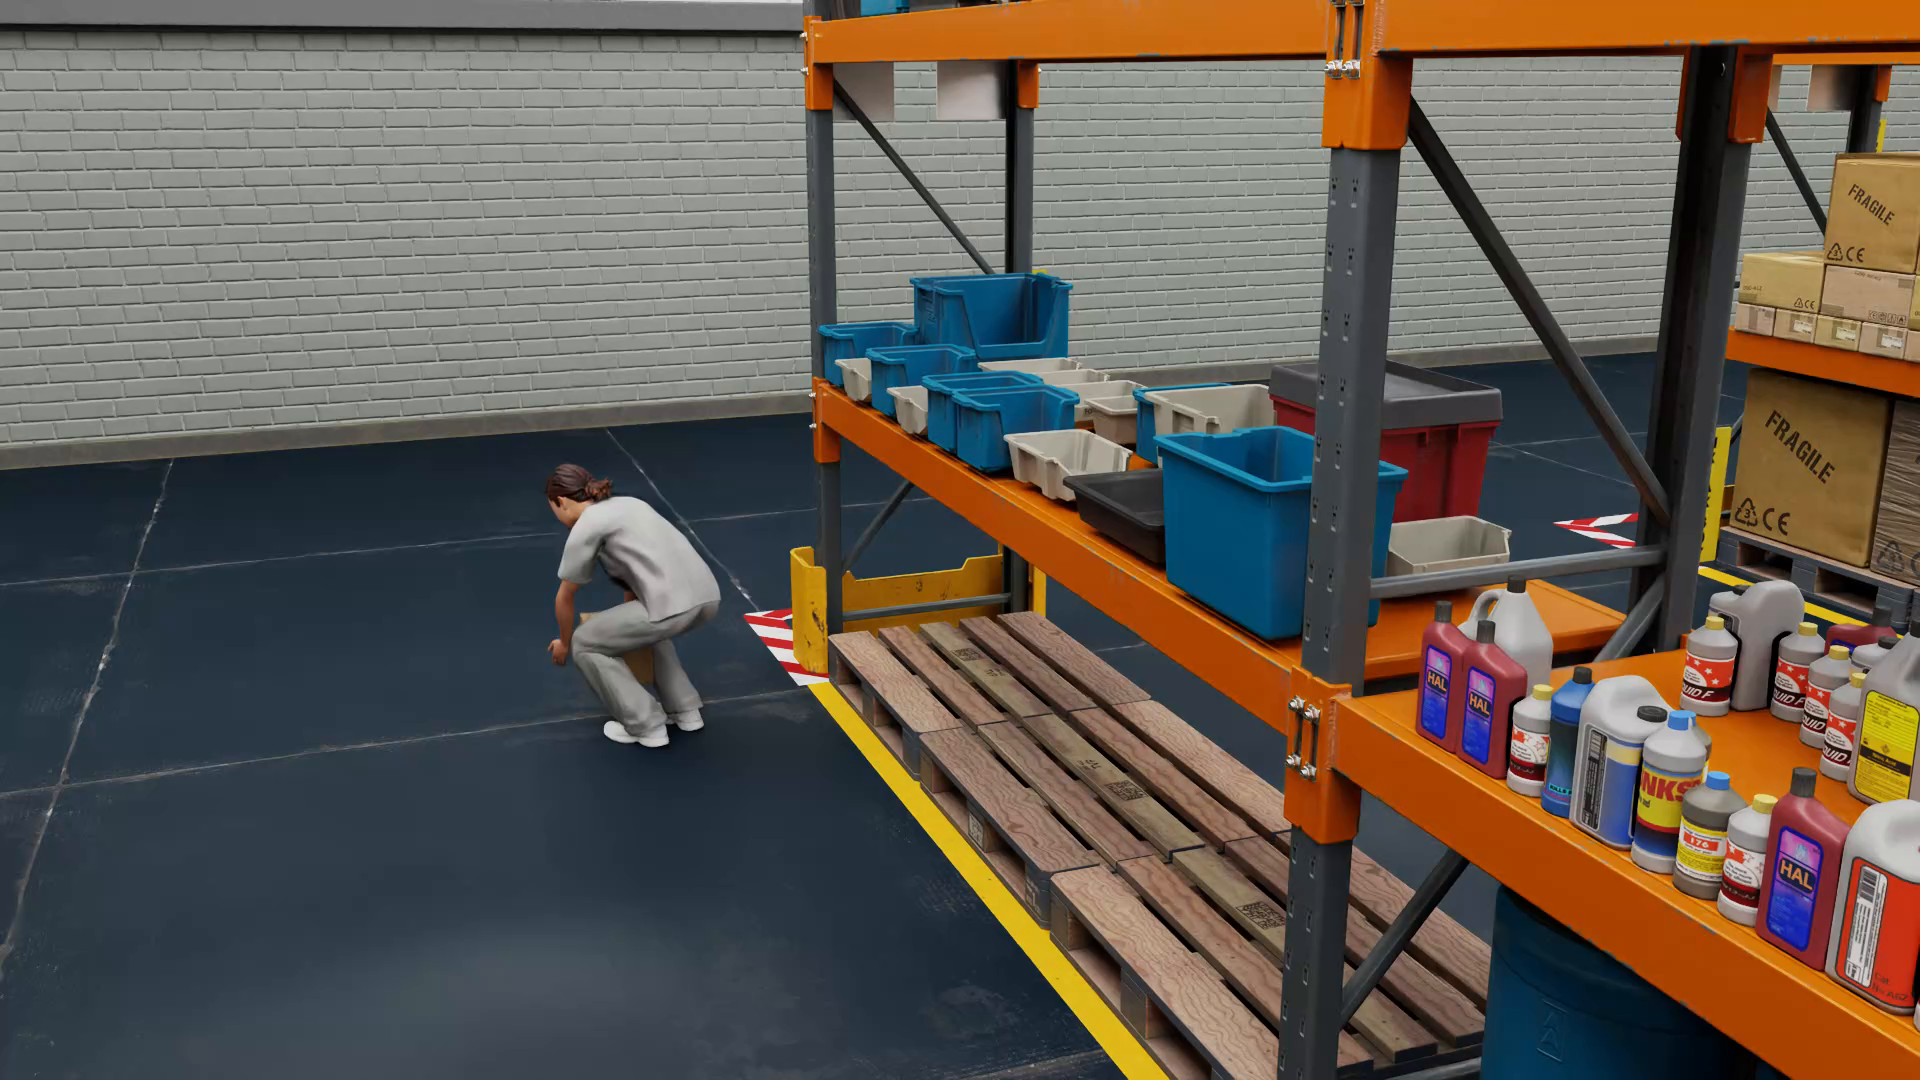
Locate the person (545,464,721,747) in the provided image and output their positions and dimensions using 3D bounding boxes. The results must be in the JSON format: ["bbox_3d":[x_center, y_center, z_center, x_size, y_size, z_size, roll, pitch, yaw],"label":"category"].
[{"bbox_3d":[-1.334,0.257,6.694,0.750,1.095,0.493,10,18,31],"label":"person"}]
